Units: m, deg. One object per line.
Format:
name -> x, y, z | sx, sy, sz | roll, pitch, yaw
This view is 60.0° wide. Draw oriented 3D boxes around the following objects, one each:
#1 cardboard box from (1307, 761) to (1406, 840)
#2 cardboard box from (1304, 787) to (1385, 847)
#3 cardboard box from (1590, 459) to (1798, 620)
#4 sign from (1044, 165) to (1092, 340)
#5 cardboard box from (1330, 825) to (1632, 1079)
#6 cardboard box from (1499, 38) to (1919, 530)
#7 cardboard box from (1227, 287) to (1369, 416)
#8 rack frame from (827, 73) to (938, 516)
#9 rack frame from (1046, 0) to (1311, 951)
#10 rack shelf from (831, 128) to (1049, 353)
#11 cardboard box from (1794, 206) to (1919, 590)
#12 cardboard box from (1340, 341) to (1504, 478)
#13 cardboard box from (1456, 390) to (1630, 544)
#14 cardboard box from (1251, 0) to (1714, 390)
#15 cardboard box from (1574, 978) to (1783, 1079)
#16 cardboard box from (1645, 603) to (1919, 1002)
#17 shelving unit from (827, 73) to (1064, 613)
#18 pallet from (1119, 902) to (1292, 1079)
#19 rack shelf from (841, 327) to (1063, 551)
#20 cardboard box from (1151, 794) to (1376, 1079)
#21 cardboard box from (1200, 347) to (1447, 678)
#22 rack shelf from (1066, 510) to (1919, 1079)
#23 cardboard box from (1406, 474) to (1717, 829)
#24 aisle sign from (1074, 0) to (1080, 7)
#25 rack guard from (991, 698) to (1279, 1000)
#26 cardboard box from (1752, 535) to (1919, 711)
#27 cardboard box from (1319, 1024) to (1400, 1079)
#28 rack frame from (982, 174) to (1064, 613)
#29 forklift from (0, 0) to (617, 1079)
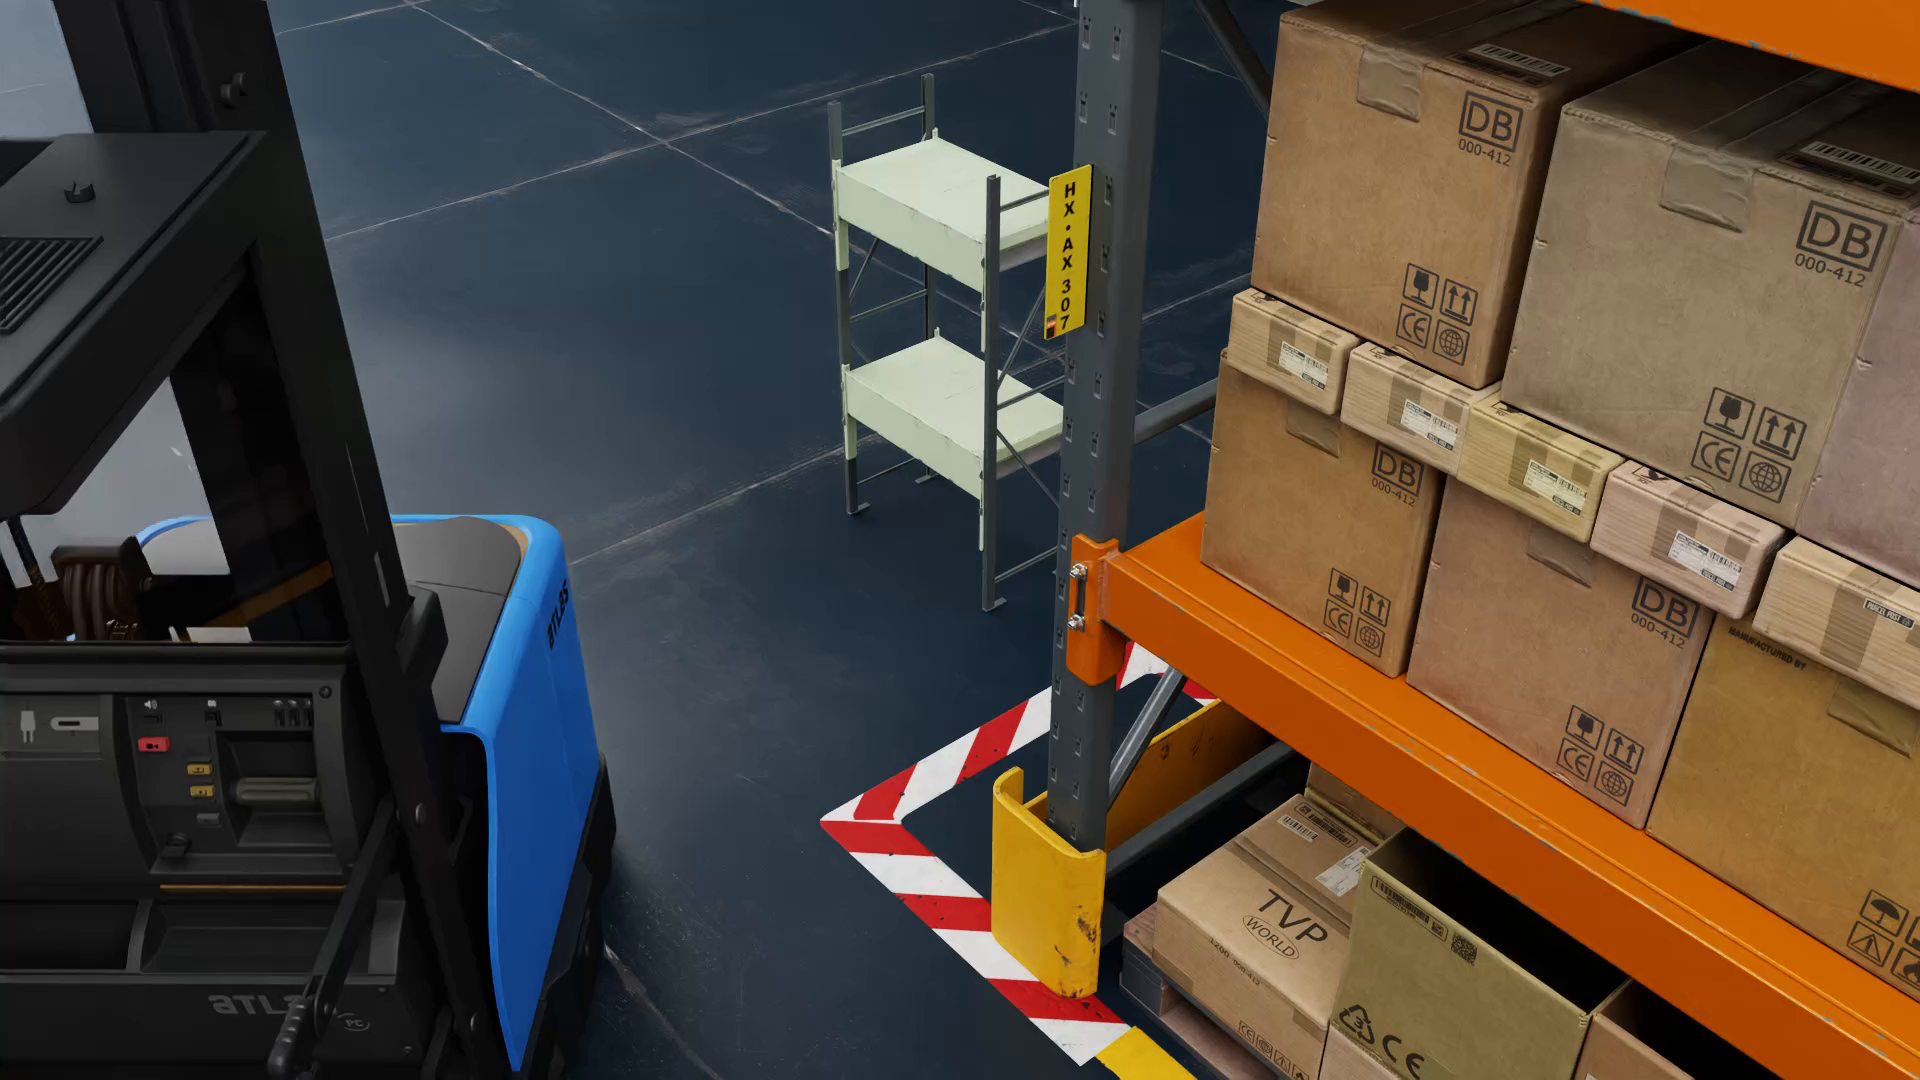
cardboard box -> 1.201, 0.422, 3.926 | 0.500, 0.500, 0.500 | -26, 43, -32
cardboard box -> 1.199, 0.729, 4.142 | 0.500, 0.250, 0.500 | -26, 43, -32
cardboard box -> 1.209, -0.062, 2.595 | 0.380, 0.149, 0.250 | -27, 43, -32
sign -> 0.199, -0.530, 3.085 | 0.100, 0.325, 0.005 | -26, 43, -32
cardboard box -> 1.127, 0.836, 3.342 | 0.500, 0.500, 0.500 | -26, 43, -32
cardboard box -> 1.296, -0.455, 2.587 | 0.700, 0.500, 0.500 | -27, 43, -33
cardboard box -> 0.716, -0.401, 3.073 | 0.380, 0.149, 0.250 | -26, 43, -32
rack frame -> -0.241, -0.777, 5.549 | 0.400, 1.500, 0.023 | -26, 43, -32
rack frame -> 0.627, -0.349, 3.647 | 1.000, 3.000, 0.127 | -26, 43, -32
rack shelf -> -0.004, -0.933, 5.095 | 0.431, 0.370, 0.720 | -26, 43, -32
cardboard box -> 1.622, -0.232, 2.274 | 0.700, 0.500, 0.500 | -26, 43, -32
cardboard box -> 0.888, -0.285, 2.910 | 0.380, 0.149, 0.250 | -27, 43, -33
cardboard box -> 1.048, -0.174, 2.753 | 0.380, 0.149, 0.250 | -26, 43, -32
cardboard box -> 0.953, -0.685, 2.912 | 0.700, 0.500, 0.500 | -26, 43, -32
cardboard box -> 1.460, 1.052, 3.037 | 0.500, 0.500, 0.500 | -26, 43, -32
cardboard box -> 1.577, 0.273, 2.683 | 0.700, 0.500, 0.500 | -26, 43, -31
shelving unit -> -0.004, -0.615, 5.321 | 0.431, 1.500, 0.755 | -26, 43, -32
pallet -> 1.153, 1.111, 3.998 | 1.003, 0.211, 1.213 | -26, 43, -32
rack shelf -> -0.004, -0.349, 5.509 | 0.431, 0.370, 0.720 | -26, 43, -32
cardboard box -> 0.803, 0.922, 3.869 | 0.500, 0.250, 0.500 | -26, 43, -32
cardboard box -> 0.919, -0.179, 3.320 | 0.700, 0.500, 0.500 | -26, 43, -32
rack shelf -> 1.918, 0.828, 2.608 | 1.077, 0.370, 4.000 | -26, 43, -32
cardboard box -> 1.261, 0.051, 2.996 | 0.700, 0.500, 0.500 | -25, 42, -31
aisle sign -> 0.351, -1.324, 2.775 | 0.394, 0.787, 0.004 | -26, 43, -32
rack guard -> 0.612, 0.661, 4.384 | 1.175, 0.500, 0.348 | -26, 43, -32
cardboard box -> 1.383, 0.054, 2.430 | 0.380, 0.149, 0.250 | -28, 44, -33
cardboard box -> 1.129, 1.141, 3.559 | 0.500, 0.250, 0.500 | -26, 43, -32
rack frame -> 0.232, -0.453, 5.093 | 0.400, 1.500, 0.023 | -26, 43, -32
forklift -> -1.464, 0.467, 2.555 | 1.130, 2.935, 3.031 | 0, 35, 0
